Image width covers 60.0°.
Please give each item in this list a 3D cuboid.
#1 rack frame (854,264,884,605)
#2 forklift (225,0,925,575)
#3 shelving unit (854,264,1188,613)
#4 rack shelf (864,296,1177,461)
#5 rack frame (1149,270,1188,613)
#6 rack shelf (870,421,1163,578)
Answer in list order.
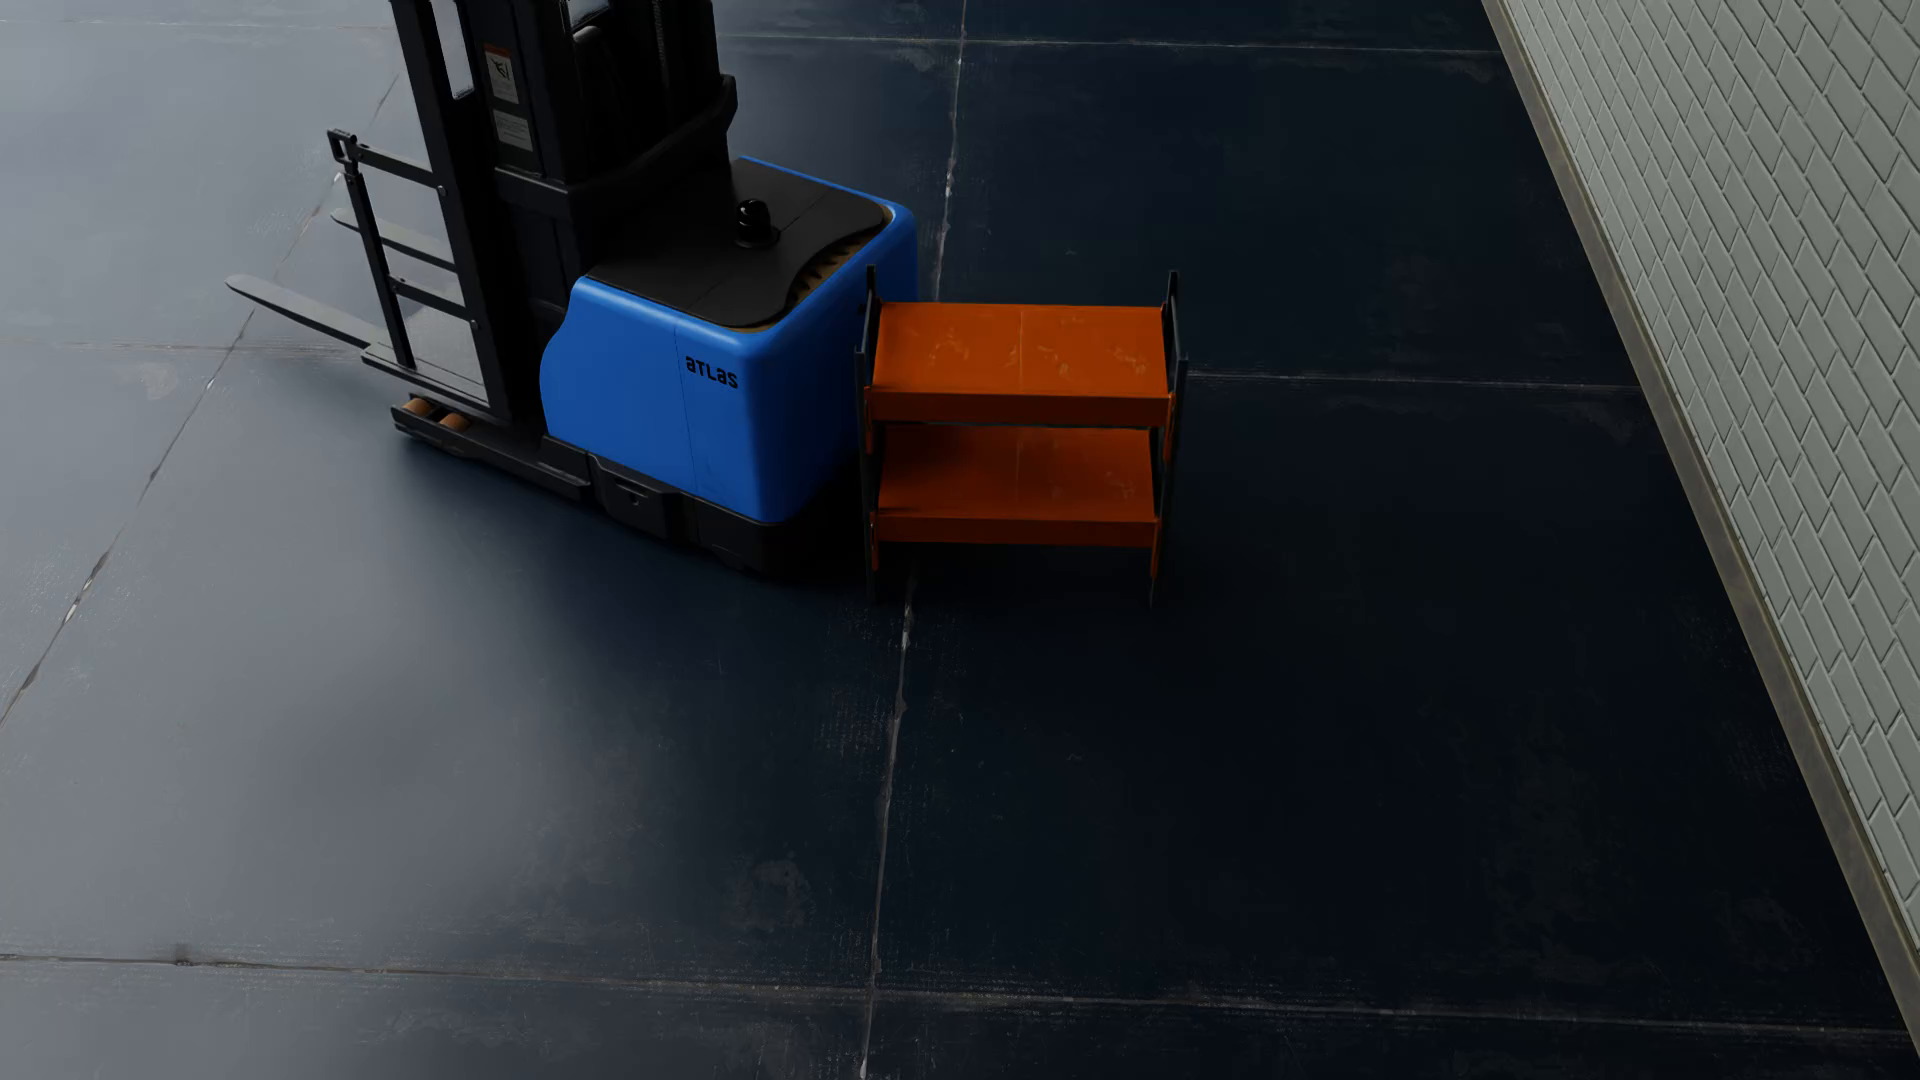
[{"bbox_3d":[-0.308,-0.346,5.796,0.032,1.125,0.500,1,43,2],"label":"rack frame"},{"bbox_3d":[-1.672,-1.695,5.920,3.031,2.935,1.130,22,47,22],"label":"forklift"},{"bbox_3d":[0.200,-0.333,5.783,1.048,1.125,0.538,1,43,2],"label":"shelving unit"},{"bbox_3d":[0.200,-0.548,5.583,1.000,0.278,0.538,1,43,2],"label":"rack shelf"},{"bbox_3d":[0.708,-0.321,5.769,0.032,1.125,0.500,1,43,2],"label":"rack frame"},{"bbox_3d":[0.200,-0.155,5.949,1.000,0.278,0.538,1,43,2],"label":"rack shelf"}]
